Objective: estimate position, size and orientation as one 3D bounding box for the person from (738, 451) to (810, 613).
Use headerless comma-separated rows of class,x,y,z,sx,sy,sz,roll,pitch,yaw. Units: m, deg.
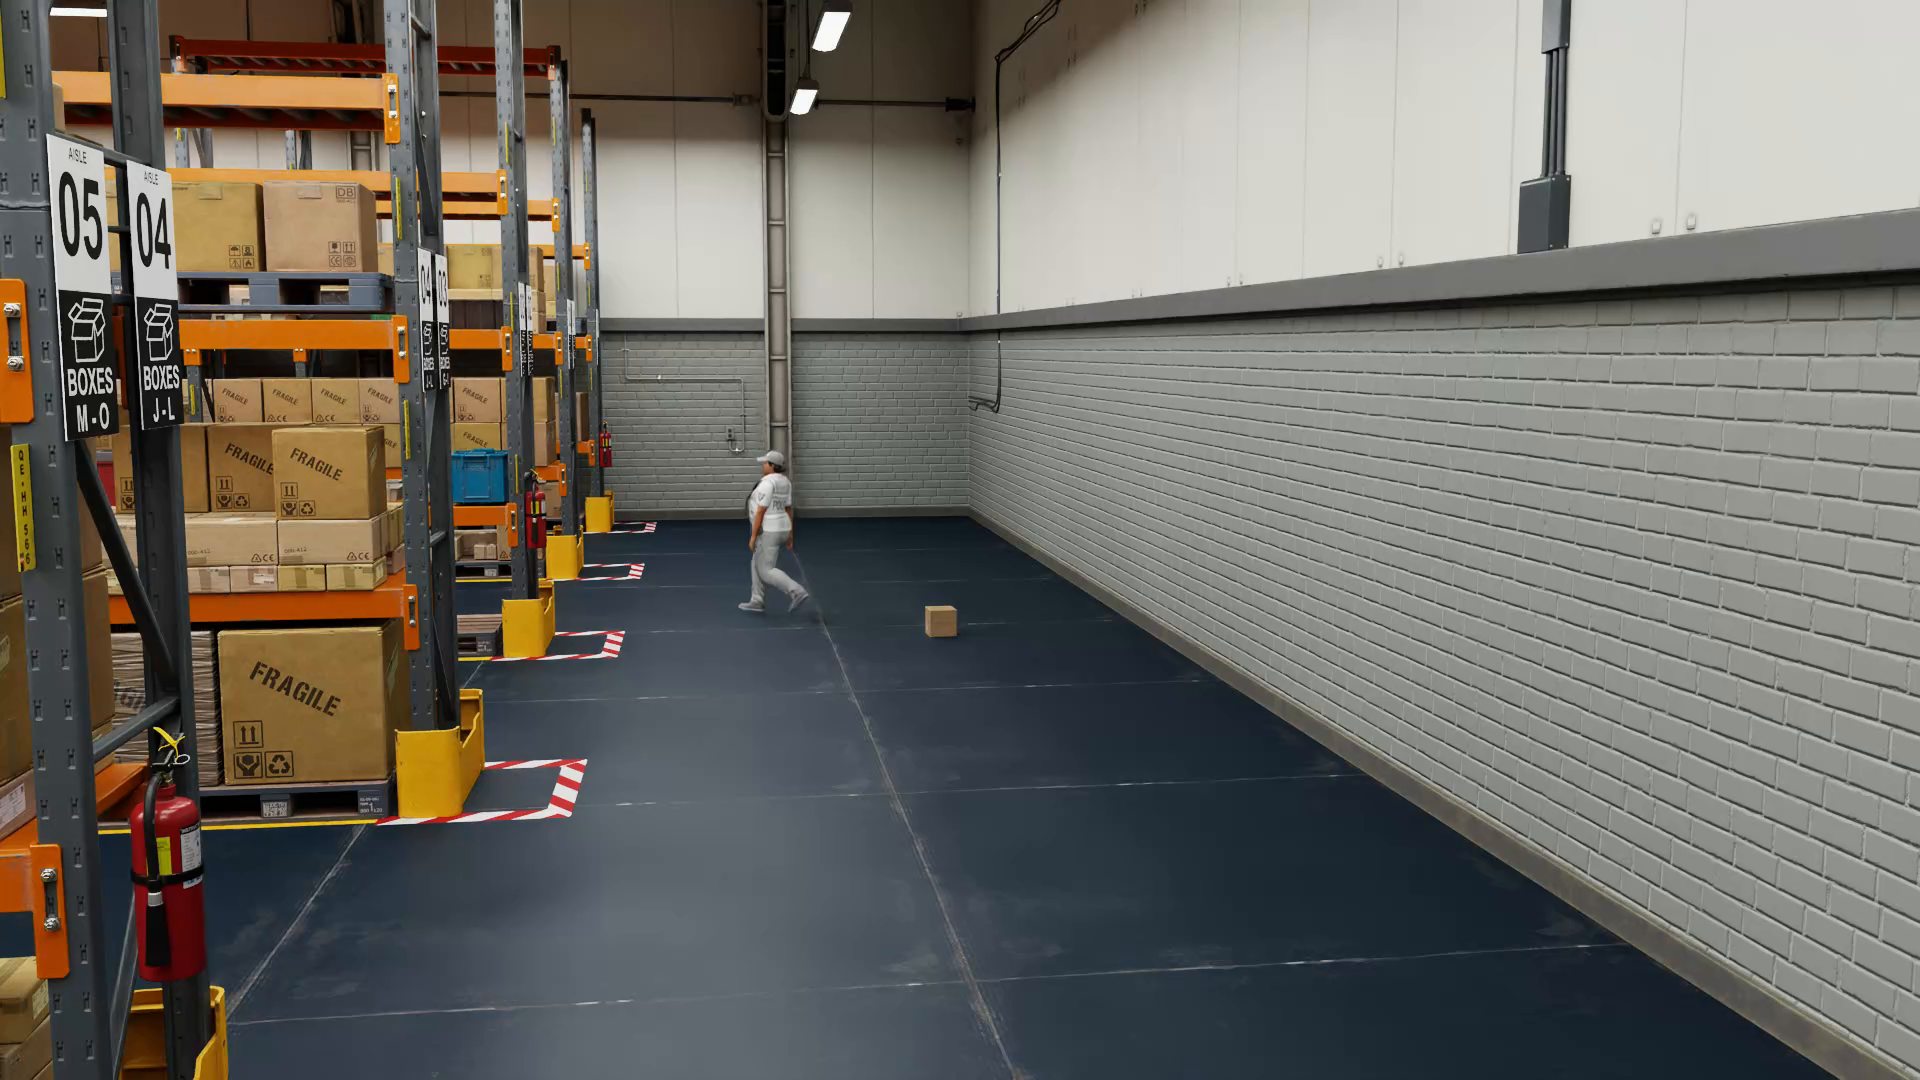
person,-1.846,-0.069,16.390,0.906,1.615,0.491,3,7,21
